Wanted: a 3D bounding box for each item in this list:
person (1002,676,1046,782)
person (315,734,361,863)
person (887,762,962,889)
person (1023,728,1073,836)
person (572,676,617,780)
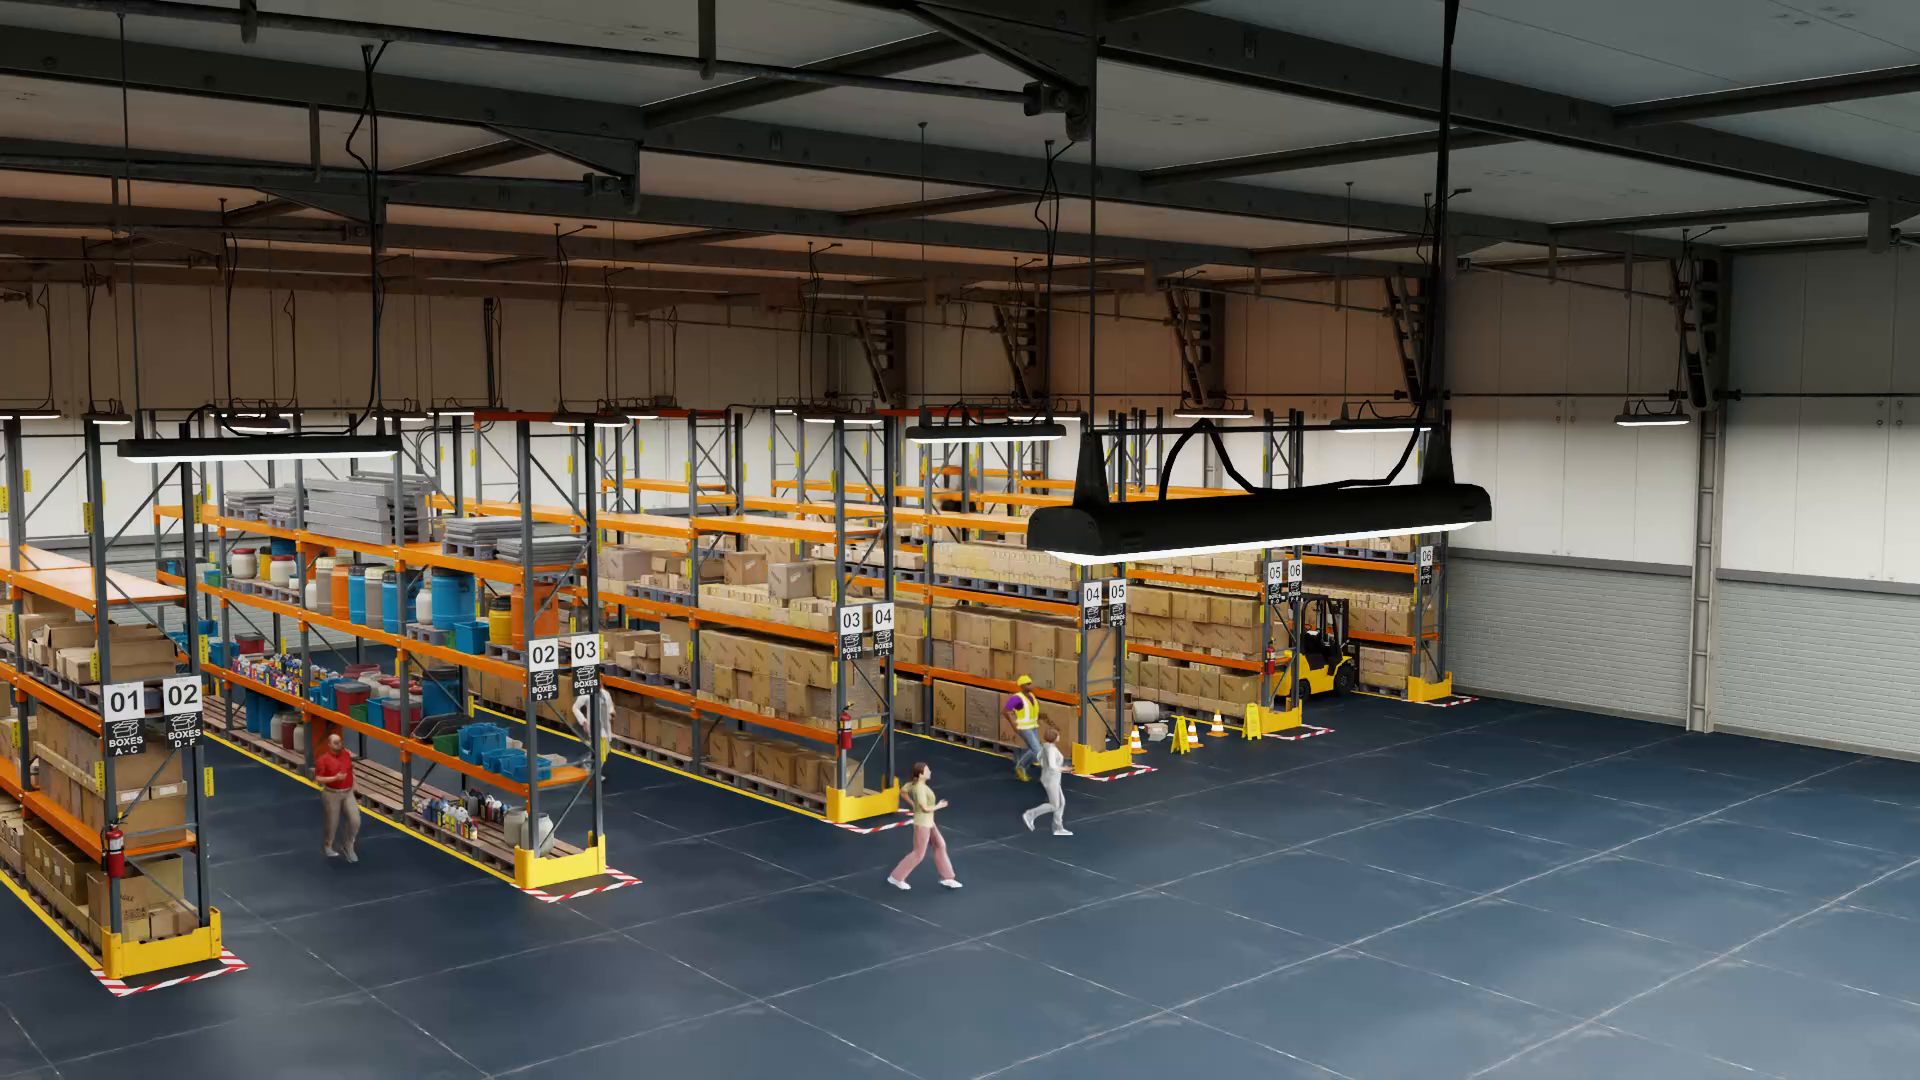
[{"bbox_3d":[1.108,3.074,27.128,0.600,1.718,0.680,3,6,34],"label":"person"},{"bbox_3d":[-8.399,3.509,22.496,0.727,1.781,0.640,4,7,41],"label":"person"},{"bbox_3d":[-0.444,3.636,21.127,0.965,1.668,0.578,0,5,-4],"label":"person"},{"bbox_3d":[1.273,3.457,23.766,0.686,1.567,0.540,0,5,-5],"label":"person"},{"bbox_3d":[-5.862,3.075,27.093,0.655,1.737,0.692,3,6,33],"label":"person"}]
